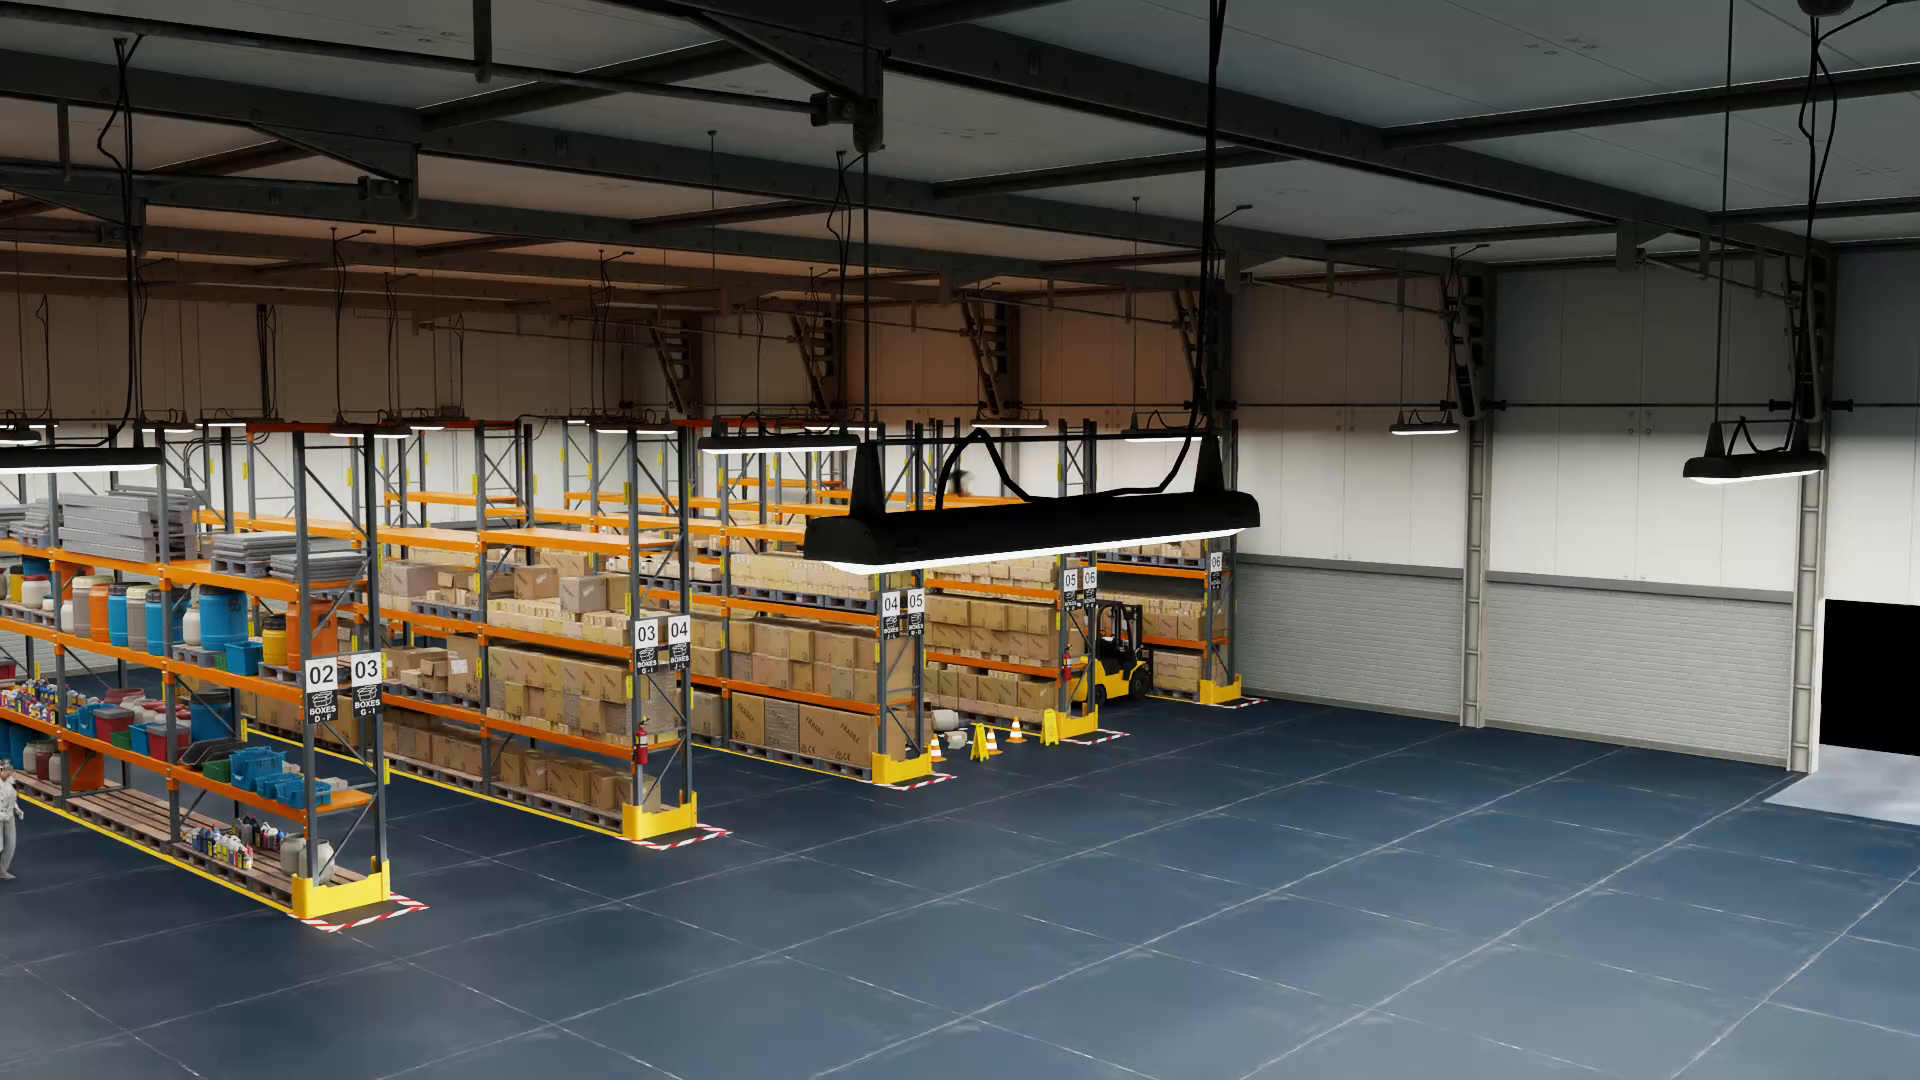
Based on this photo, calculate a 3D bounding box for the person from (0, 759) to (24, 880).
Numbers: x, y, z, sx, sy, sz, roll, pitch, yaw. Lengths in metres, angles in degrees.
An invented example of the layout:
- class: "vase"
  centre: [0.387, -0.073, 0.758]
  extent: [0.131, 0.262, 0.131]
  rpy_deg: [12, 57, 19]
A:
- class: "person"
  centre: [-12.857, 3.712, 22.191]
  extent: [0.716, 1.640, 0.609]
  rpy_deg: [2, 5, 24]

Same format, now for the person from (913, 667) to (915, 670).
- class: "person"
  centre: [-1.287, 2.374, 37.771]
  extent: [0.767, 1.759, 0.662]
  rpy_deg: [4, 6, 39]
